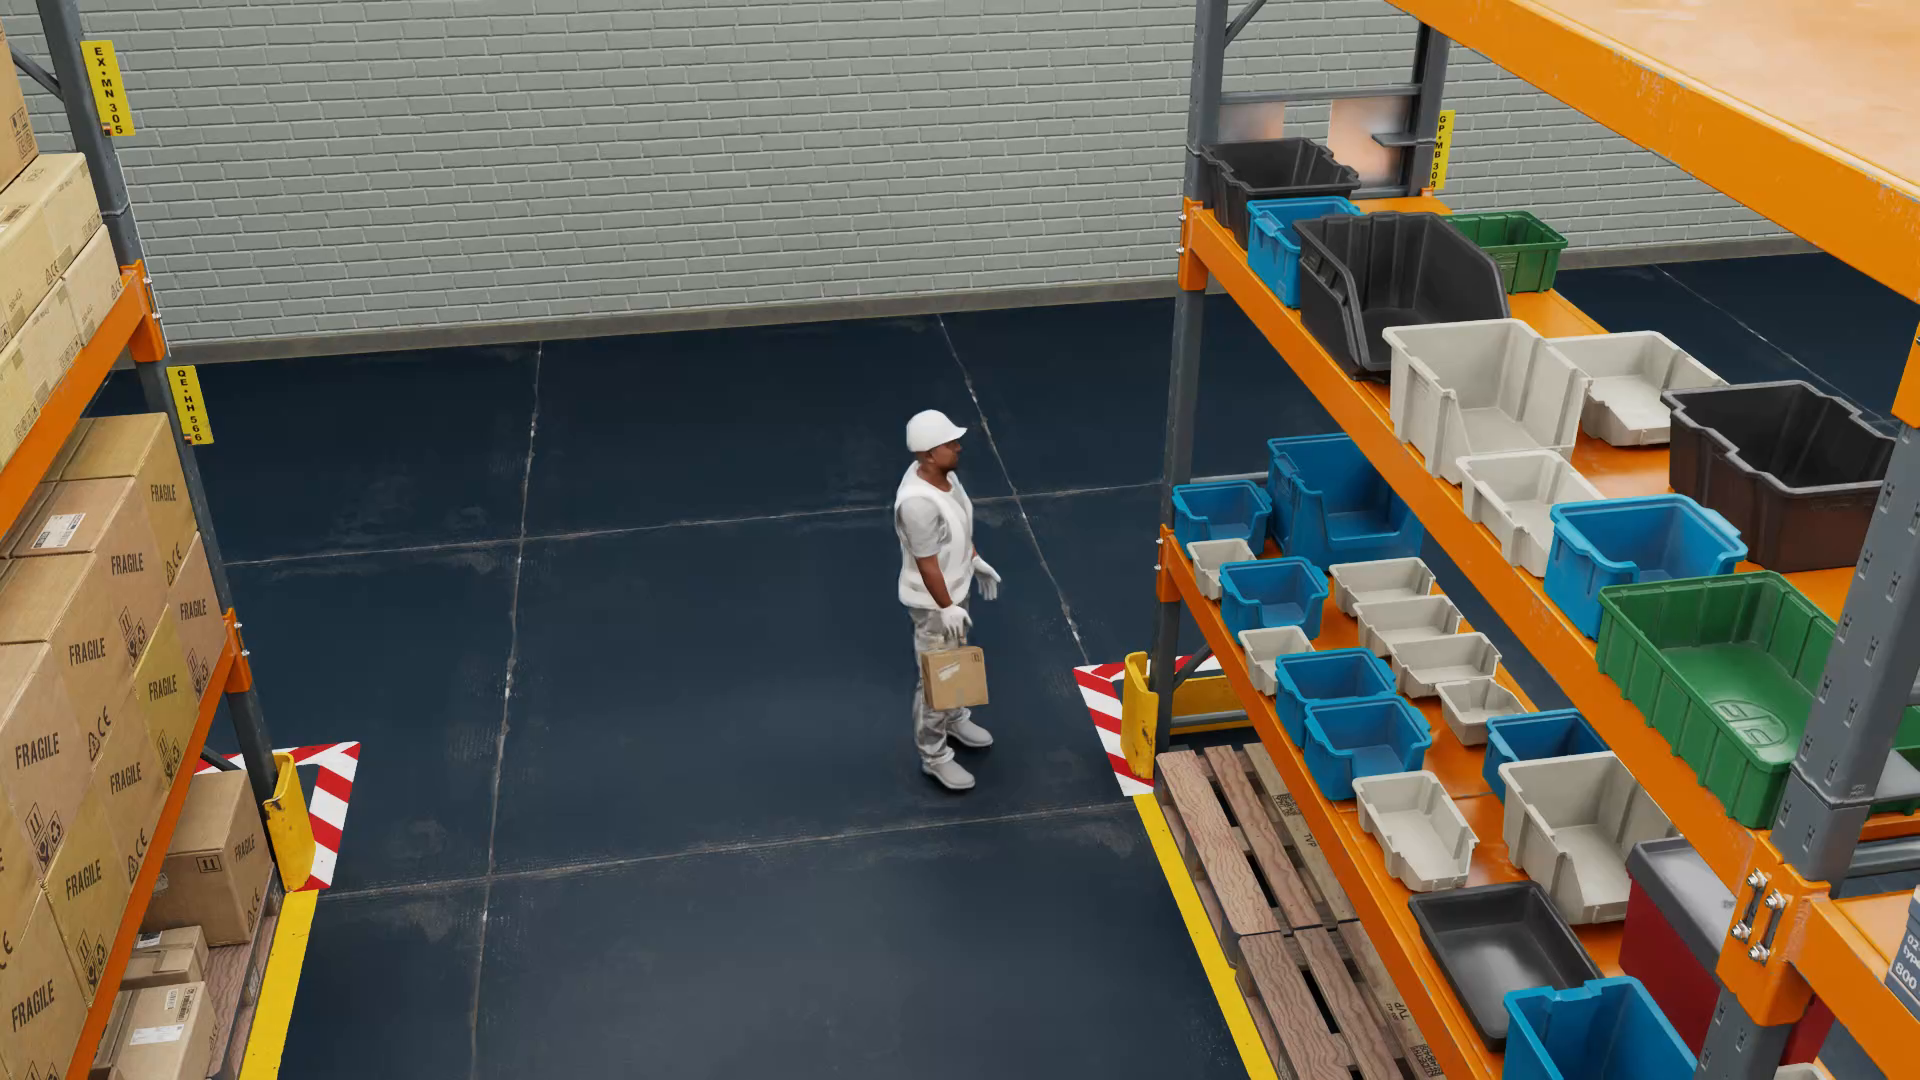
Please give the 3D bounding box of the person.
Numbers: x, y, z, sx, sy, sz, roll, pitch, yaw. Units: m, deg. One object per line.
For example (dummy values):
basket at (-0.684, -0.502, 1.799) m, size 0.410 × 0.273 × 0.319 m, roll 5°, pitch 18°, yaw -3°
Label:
person at (-0.059, 0.255, 7.644) m, size 0.456 × 1.794 × 0.599 m, roll 5°, pitch 31°, yaw 9°
